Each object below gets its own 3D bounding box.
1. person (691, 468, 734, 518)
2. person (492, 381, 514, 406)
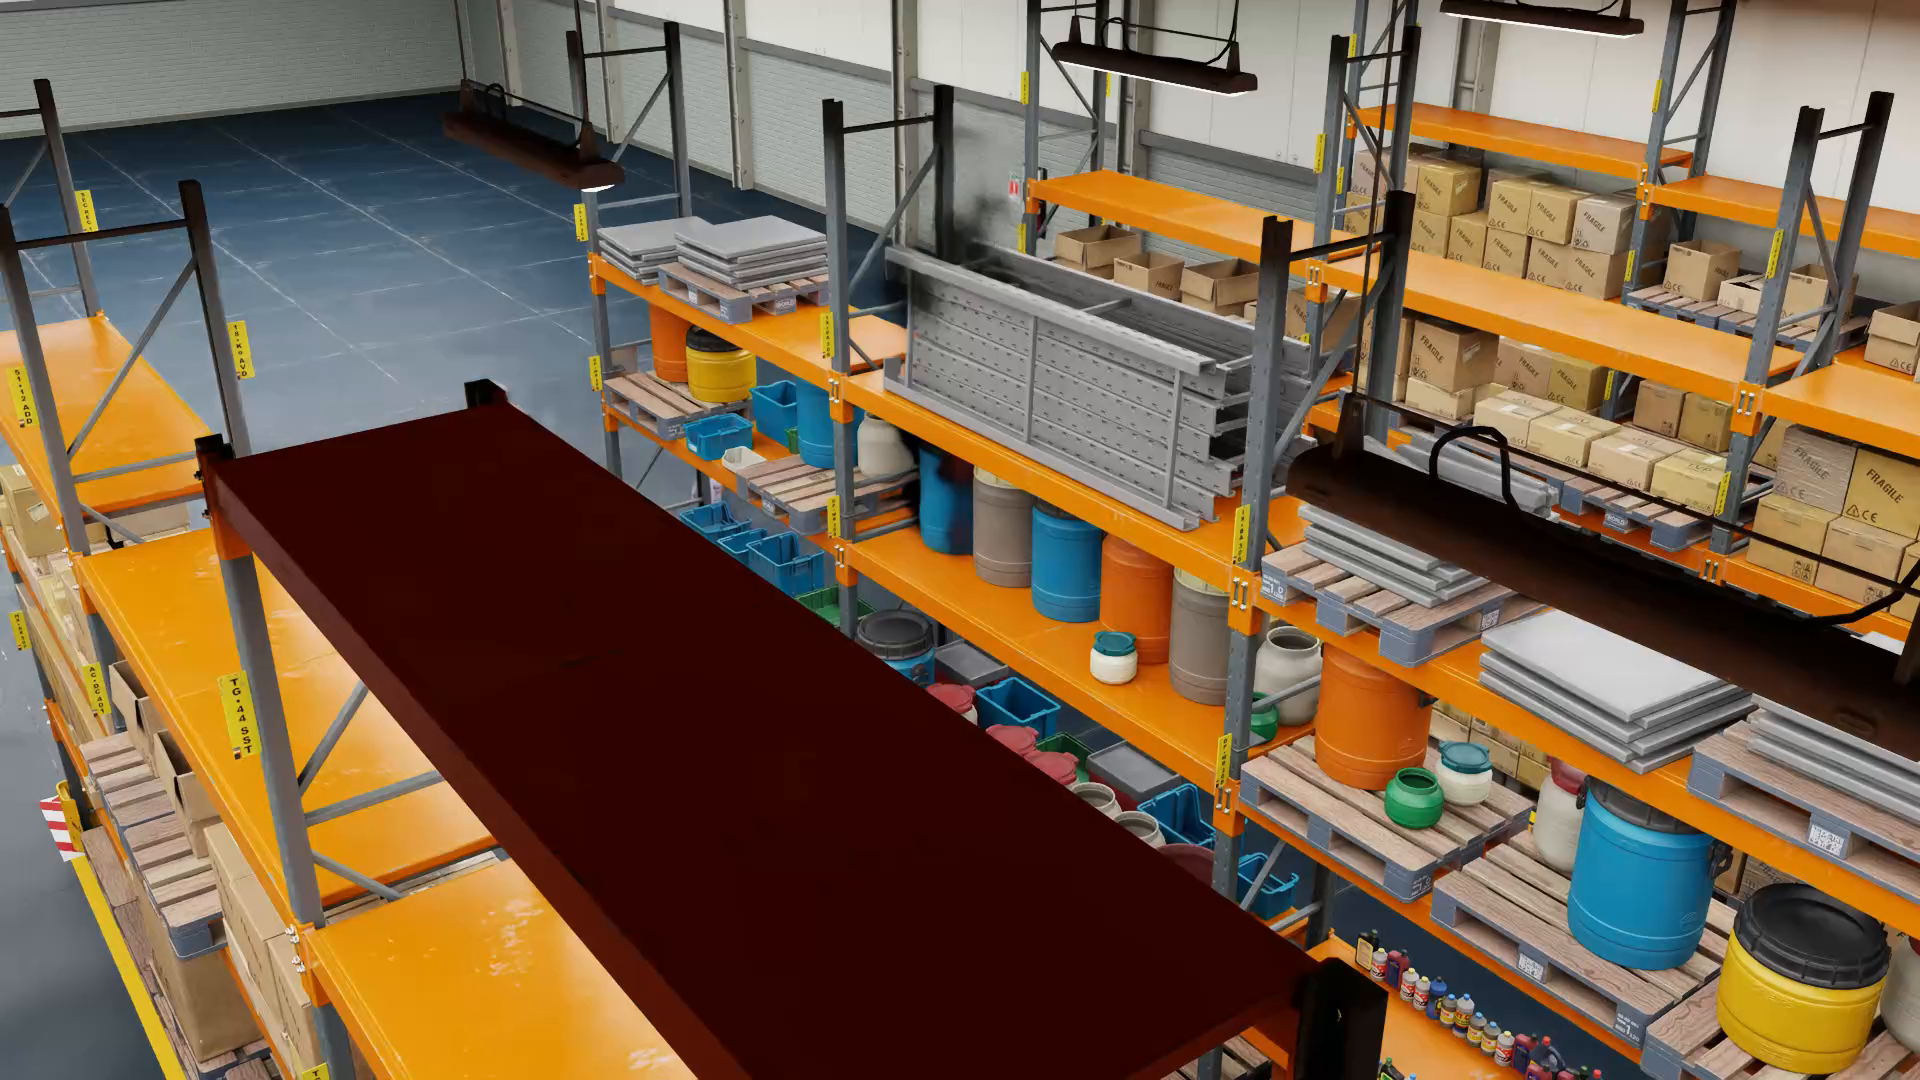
[{"bbox_3d":[-2.613,-0.176,17.480,0.649,1.643,0.677,10,27,21],"label":"person"},{"bbox_3d":[-5.256,-1.006,19.147,0.778,1.756,0.549,-6,25,-12],"label":"person"}]
